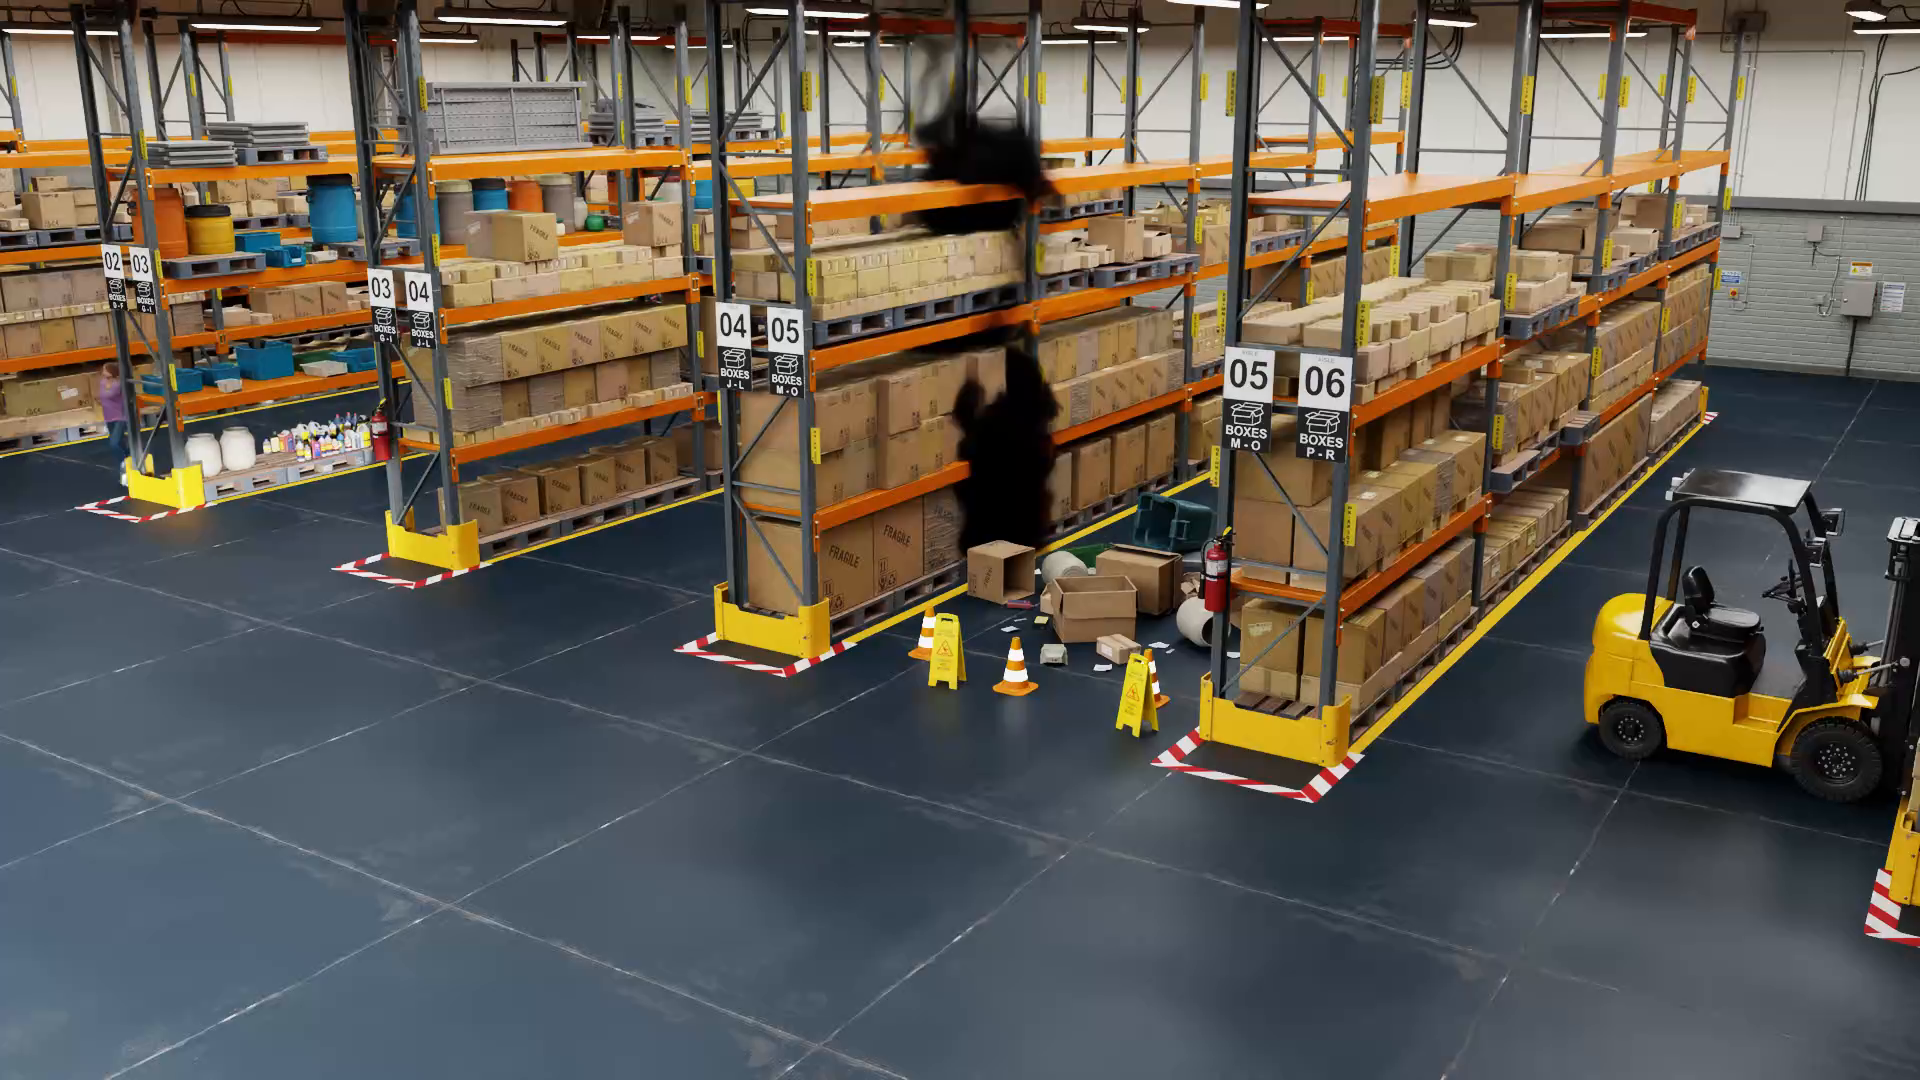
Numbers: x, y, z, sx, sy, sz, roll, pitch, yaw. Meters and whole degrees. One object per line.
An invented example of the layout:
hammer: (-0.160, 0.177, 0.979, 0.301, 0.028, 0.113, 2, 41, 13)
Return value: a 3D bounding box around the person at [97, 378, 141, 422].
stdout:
person: (-10.997, -1.833, 21.681, 0.532, 0.569, 0.381, 6, 17, 21)
